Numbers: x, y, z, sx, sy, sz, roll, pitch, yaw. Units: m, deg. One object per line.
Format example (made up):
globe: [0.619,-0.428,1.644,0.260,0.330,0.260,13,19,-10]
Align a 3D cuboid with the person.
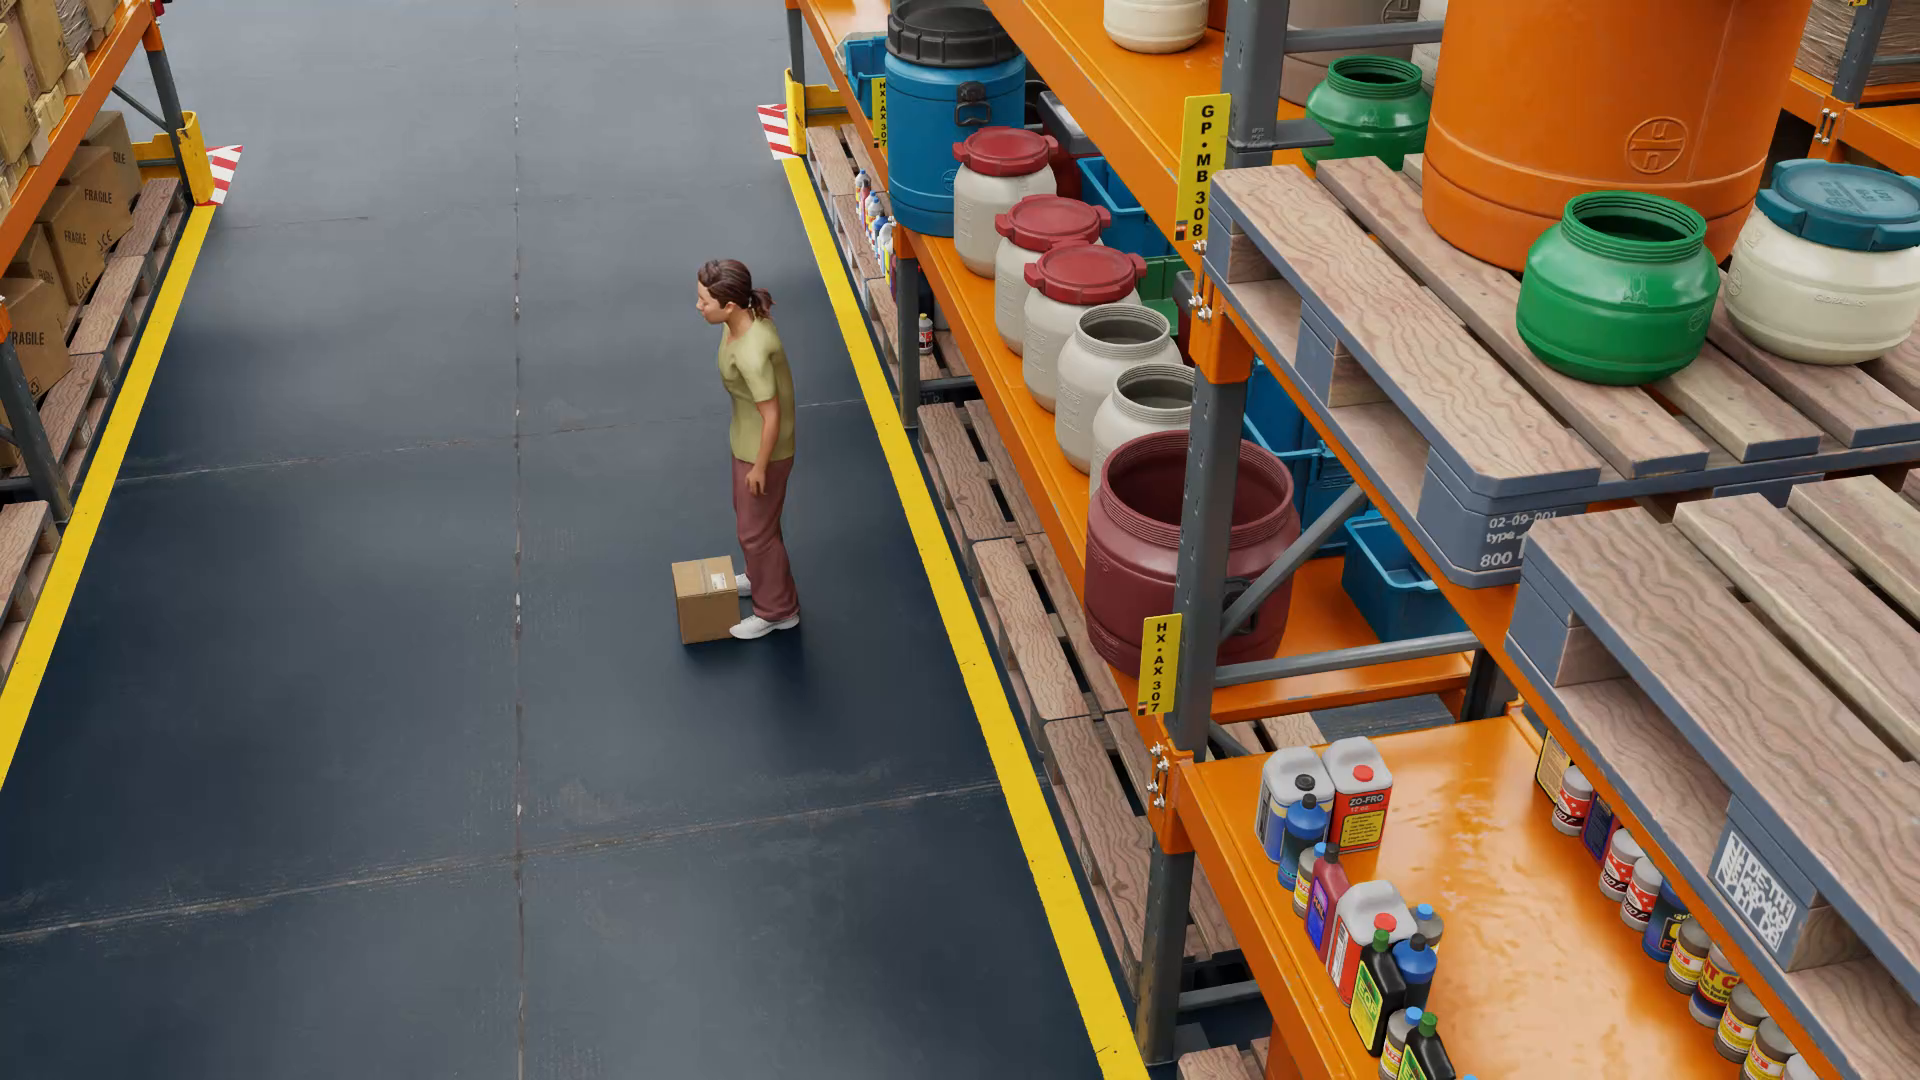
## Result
person: [-0.832,-0.370,6.683,0.354,1.673,0.499,-7,35,-11]
